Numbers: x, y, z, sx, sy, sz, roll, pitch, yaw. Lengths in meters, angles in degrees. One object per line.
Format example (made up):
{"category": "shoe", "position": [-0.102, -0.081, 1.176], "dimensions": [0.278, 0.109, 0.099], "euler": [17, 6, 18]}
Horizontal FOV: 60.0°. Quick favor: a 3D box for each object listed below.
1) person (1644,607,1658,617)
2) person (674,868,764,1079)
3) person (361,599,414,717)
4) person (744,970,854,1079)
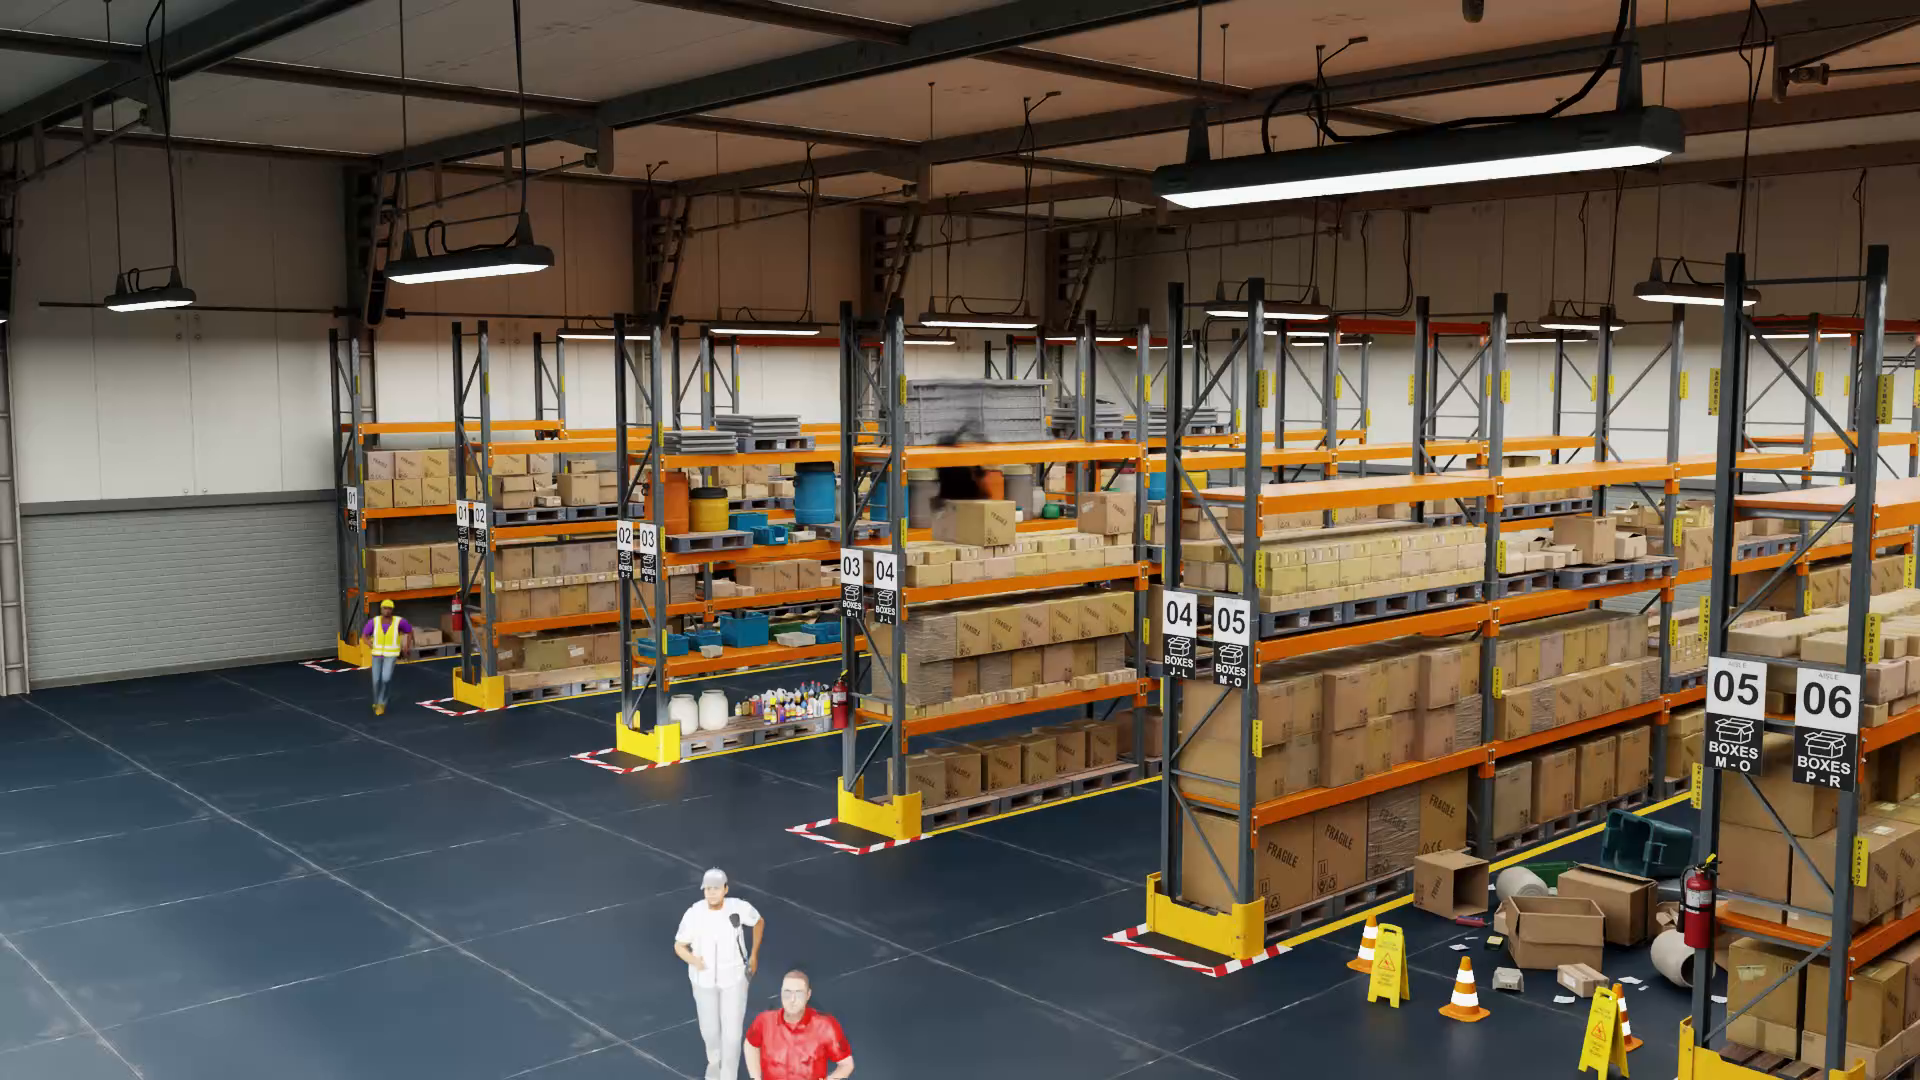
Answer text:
{"category": "person", "position": [10.300, 1.860, 24.773], "dimensions": [0.672, 1.753, 0.702], "euler": [-4, 7, -34]}
{"category": "person", "position": [-1.722, 3.182, 11.894], "dimensions": [0.608, 1.719, 0.759], "euler": [0, 6, 1]}
{"category": "person", "position": [-8.772, 1.786, 25.434], "dimensions": [0.733, 1.780, 0.689], "euler": [-1, 6, -5]}
{"category": "person", "position": [-0.950, 3.346, 9.677], "dimensions": [0.672, 1.717, 0.934], "euler": [0, 6, 3]}
